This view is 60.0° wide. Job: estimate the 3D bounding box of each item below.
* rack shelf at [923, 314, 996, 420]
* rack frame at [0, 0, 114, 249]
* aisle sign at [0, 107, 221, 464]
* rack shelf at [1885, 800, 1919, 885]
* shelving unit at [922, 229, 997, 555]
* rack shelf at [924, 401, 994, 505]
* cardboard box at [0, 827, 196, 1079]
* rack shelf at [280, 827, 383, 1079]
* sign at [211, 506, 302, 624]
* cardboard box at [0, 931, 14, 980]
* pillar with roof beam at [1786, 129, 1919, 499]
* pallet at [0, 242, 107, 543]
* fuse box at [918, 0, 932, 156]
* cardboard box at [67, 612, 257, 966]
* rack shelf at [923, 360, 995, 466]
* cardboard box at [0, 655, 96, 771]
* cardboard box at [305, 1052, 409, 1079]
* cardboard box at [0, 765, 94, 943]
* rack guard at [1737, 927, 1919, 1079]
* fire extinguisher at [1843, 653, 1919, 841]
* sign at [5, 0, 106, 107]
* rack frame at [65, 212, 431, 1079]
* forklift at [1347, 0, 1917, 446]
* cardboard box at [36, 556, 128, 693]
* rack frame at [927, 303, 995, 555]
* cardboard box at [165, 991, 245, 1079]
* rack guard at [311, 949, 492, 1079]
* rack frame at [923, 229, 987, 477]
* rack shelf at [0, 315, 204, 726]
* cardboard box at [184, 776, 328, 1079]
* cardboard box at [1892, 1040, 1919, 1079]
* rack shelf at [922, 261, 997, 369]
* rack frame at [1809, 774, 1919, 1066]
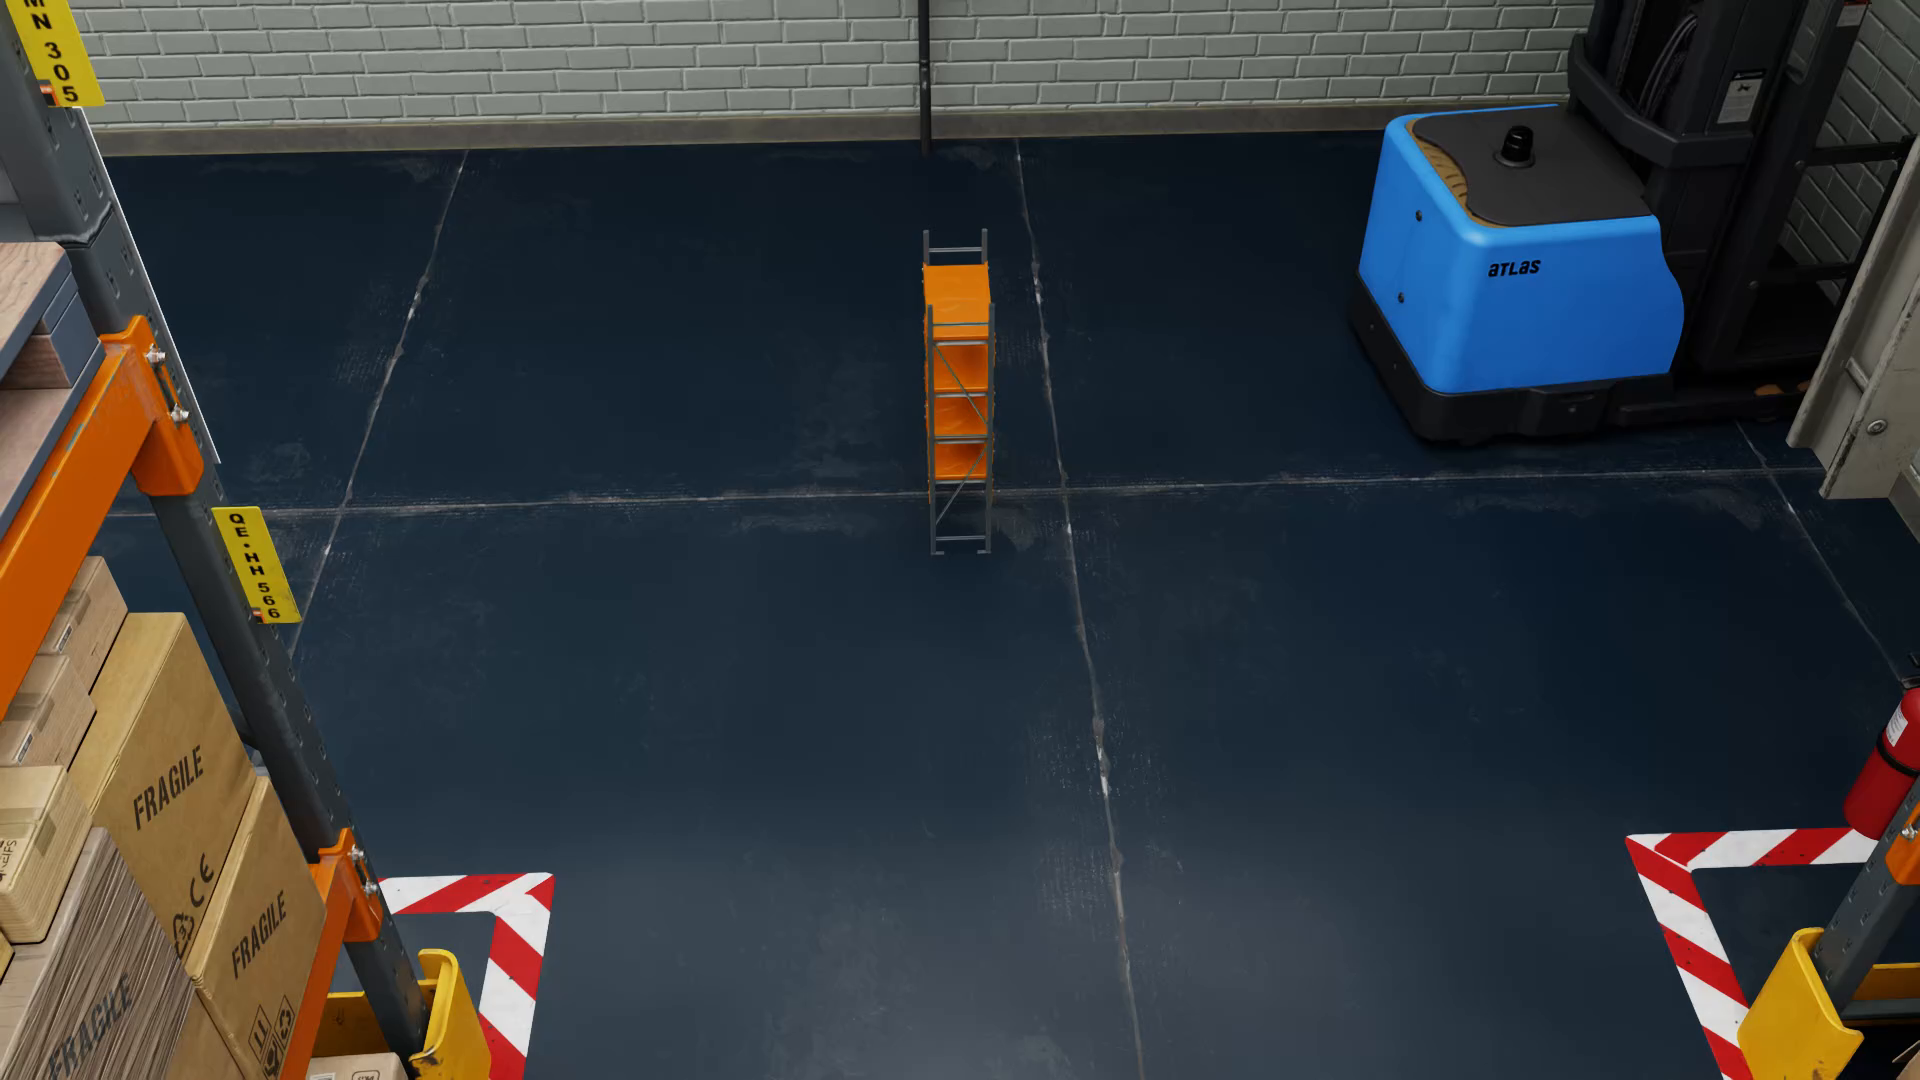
[{"bbox_3d":[-0.007,-0.669,6.361,0.258,0.148,0.480,-2,43,-2],"label":"rack shelf"},{"bbox_3d":[-1.997,-1.636,1.875,1.000,3.000,0.127,-2,43,-2],"label":"rack frame"},{"bbox_3d":[-1.690,-0.440,3.086,0.394,0.787,0.004,-2,43,-2],"label":"aisle sign"},{"bbox_3d":[3.047,2.046,2.830,1.077,0.370,4.000,-2,43,-2],"label":"rack shelf"},{"bbox_3d":[-0.007,-0.554,6.466,0.258,1.200,0.503,-2,43,-2],"label":"shelving unit"},{"bbox_3d":[-0.007,-0.358,6.646,0.258,0.148,0.480,-2,43,-2],"label":"rack shelf"},{"bbox_3d":[-1.687,0.841,2.798,0.500,0.500,0.500,-2,43,-2],"label":"cardboard box"},{"bbox_3d":[-1.912,2.191,2.672,1.077,0.370,4.000,-2,43,-2],"label":"rack shelf"},{"bbox_3d":[-1.454,0.056,3.437,0.100,0.325,0.005,-2,43,-2],"label":"sign"},{"bbox_3d":[-1.682,0.682,2.492,0.380,0.149,0.250,-1,43,-1],"label":"cardboard box"},{"bbox_3d":[-0.553,-3.503,3.912,9.100,9.000,0.400,-2,43,-2],"label":"pillar with roof beam"},{"bbox_3d":[-1.955,0.003,2.372,1.003,0.211,1.213,-2,43,-2],"label":"pallet"},{"bbox_3d":[-0.155,-2.717,8.448,0.539,1.711,0.414,-2,43,-2],"label":"fuse box"},{"bbox_3d":[-1.739,0.489,3.182,0.500,0.500,0.500,0,43,0],"label":"cardboard box"},{"bbox_3d":[-0.007,-0.504,6.512,0.258,0.148,0.480,-2,43,-2],"label":"rack shelf"},{"bbox_3d":[-1.747,0.339,2.867,0.380,0.149,0.250,-1,43,-1],"label":"cardboard box"},{"bbox_3d":[-1.869,1.808,4.143,0.875,0.438,0.875,-3,43,-3],"label":"cardboard box"},{"bbox_3d":[-1.652,0.511,2.679,0.380,0.149,0.250,-2,43,-2],"label":"cardboard box"},{"bbox_3d":[2.965,1.404,4.848,1.175,0.500,0.348,-2,43,-2],"label":"rack guard"},{"bbox_3d":[2.494,0.511,4.306,0.296,0.674,0.183,-2,43,-2],"label":"fire extinguisher"},{"bbox_3d":[-1.454,-0.833,2.622,0.100,0.325,0.005,-2,43,-2],"label":"sign"},{"bbox_3d":[-1.997,0.576,3.902,1.000,3.000,0.127,-2,43,-2],"label":"rack frame"},{"bbox_3d":[3.378,-1.948,6.706,3.031,2.935,1.130,-6,43,-6],"label":"forklift"},{"bbox_3d":[-1.782,0.168,3.053,0.380,0.149,0.250,-1,43,-1],"label":"cardboard box"},{"bbox_3d":[0.003,-0.389,6.287,0.240,1.200,0.015,-2,43,-2],"label":"rack frame"},{"bbox_3d":[-1.706,1.196,3.151,0.500,0.500,0.500,-2,43,-3],"label":"cardboard box"},{"bbox_3d":[-1.998,1.481,4.764,1.175,0.500,0.348,-2,43,-2],"label":"rack guard"},{"bbox_3d":[-0.017,-0.719,6.646,0.240,1.200,0.015,-2,43,-2],"label":"rack frame"},{"bbox_3d":[-1.912,1.086,1.658,1.077,0.370,4.000,-2,43,-2],"label":"rack shelf"},{"bbox_3d":[-1.712,0.857,3.521,0.500,0.500,0.500,-1,43,-2],"label":"cardboard box"},{"bbox_3d":[2.893,1.612,4.308,0.797,0.503,0.637,-3,43,-3],"label":"cardboard box"},{"bbox_3d":[-0.007,-0.844,6.201,0.258,0.148,0.480,-2,43,-2],"label":"rack shelf"},{"bbox_3d":[2.962,0.431,4.060,1.000,3.000,0.127,-2,43,-2],"label":"rack frame"}]
